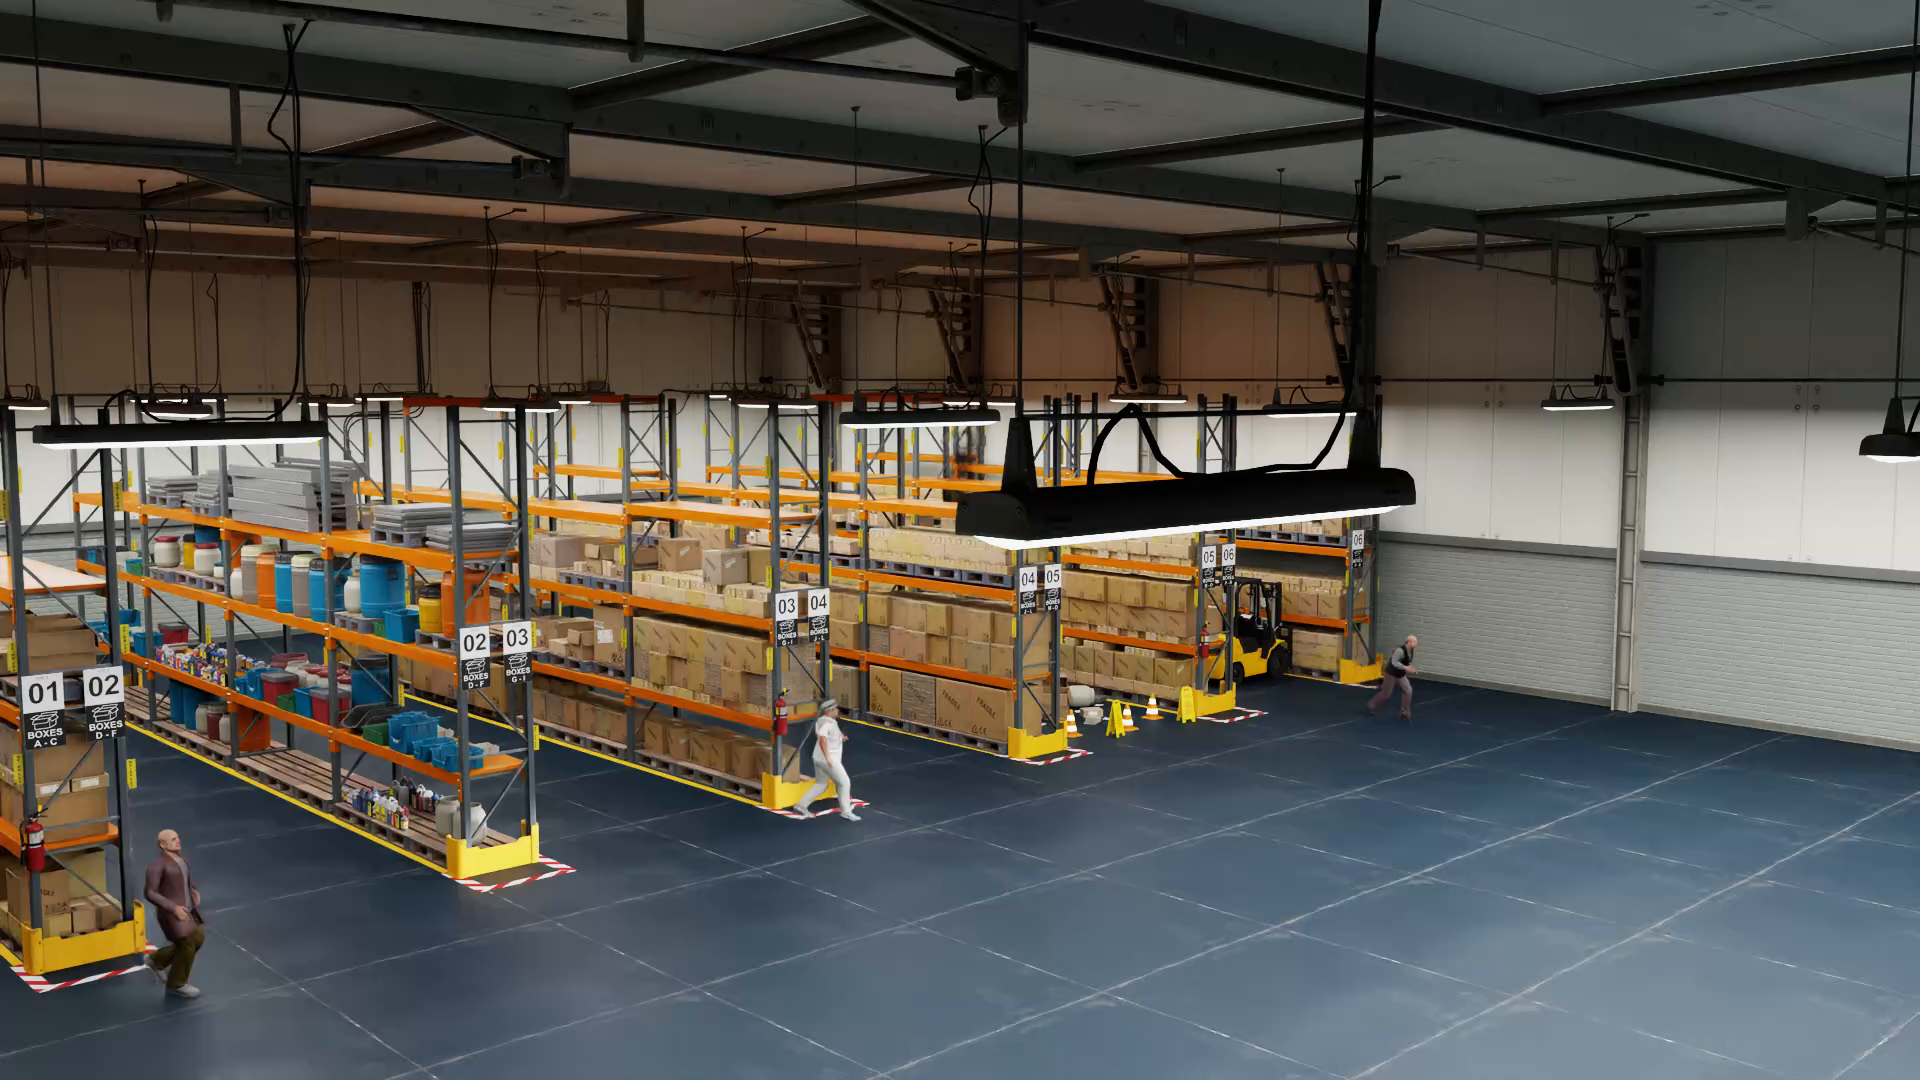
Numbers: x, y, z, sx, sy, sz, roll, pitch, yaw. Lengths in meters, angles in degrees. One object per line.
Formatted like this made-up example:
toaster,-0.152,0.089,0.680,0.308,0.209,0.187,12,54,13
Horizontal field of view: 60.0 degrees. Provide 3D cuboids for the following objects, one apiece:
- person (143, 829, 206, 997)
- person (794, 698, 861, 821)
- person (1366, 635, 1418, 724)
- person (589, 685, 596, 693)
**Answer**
person,-8.113,3.822,17.082,0.614,1.746,0.708,0,6,0
person,-1.902,3.159,23.768,0.962,1.797,0.692,-3,6,-26
person,8.017,2.562,30.859,0.993,1.682,0.701,5,7,39
person,-7.398,2.426,32.770,0.556,1.548,0.892,-4,7,-35
